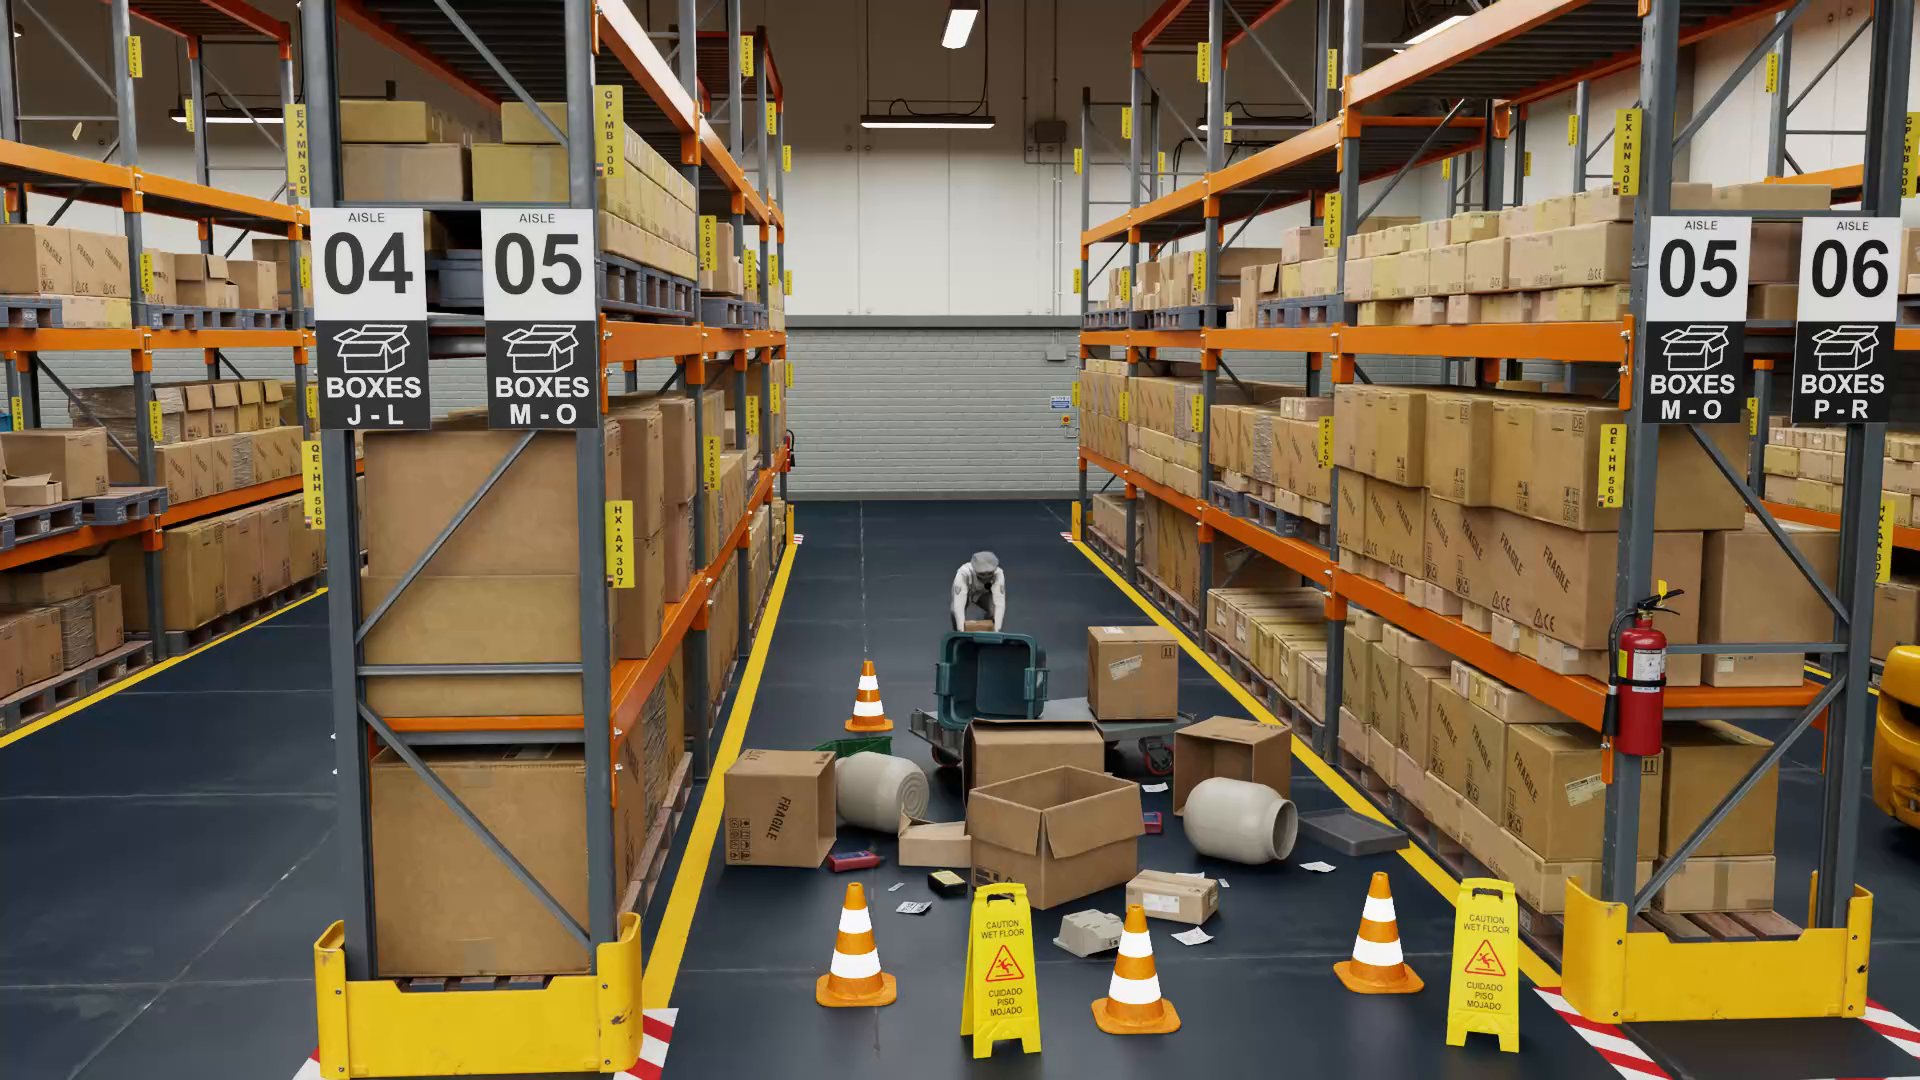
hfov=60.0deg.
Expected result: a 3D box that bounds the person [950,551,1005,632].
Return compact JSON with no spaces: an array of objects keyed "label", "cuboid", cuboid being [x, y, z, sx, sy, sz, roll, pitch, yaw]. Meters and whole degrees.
[{"label":"person","cuboid":[0.149,0.507,14.894,0.486,0.876,0.857,0,7,-4]}]
